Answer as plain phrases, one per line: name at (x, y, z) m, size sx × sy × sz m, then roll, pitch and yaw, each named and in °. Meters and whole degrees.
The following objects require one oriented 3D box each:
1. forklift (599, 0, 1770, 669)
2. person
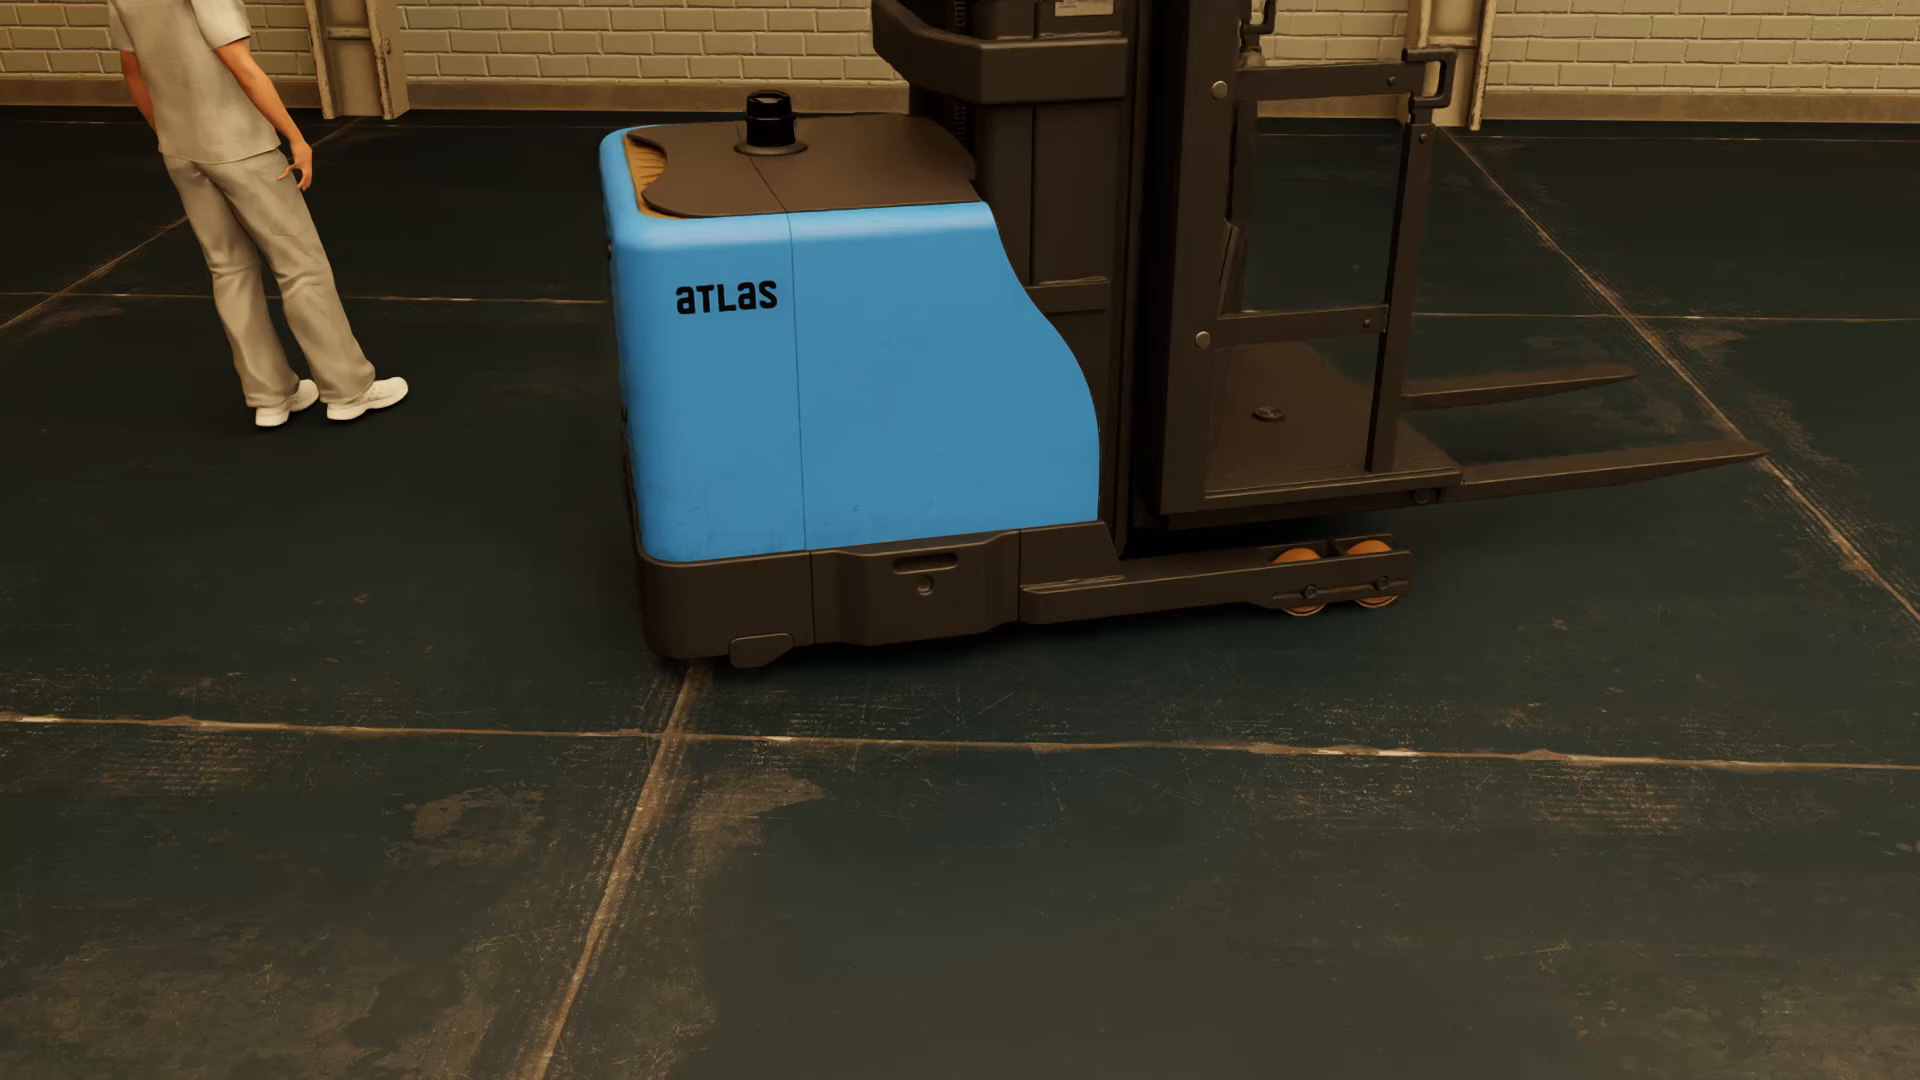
forklift at (0.648, -1.346, 3.937) m, size 3.031 × 2.935 × 1.130 m, roll -6°, pitch 27°, yaw -12°
person at (-2.138, -1.161, 4.968) m, size 0.544 × 1.675 × 0.534 m, roll 10°, pitch 28°, yaw 19°
